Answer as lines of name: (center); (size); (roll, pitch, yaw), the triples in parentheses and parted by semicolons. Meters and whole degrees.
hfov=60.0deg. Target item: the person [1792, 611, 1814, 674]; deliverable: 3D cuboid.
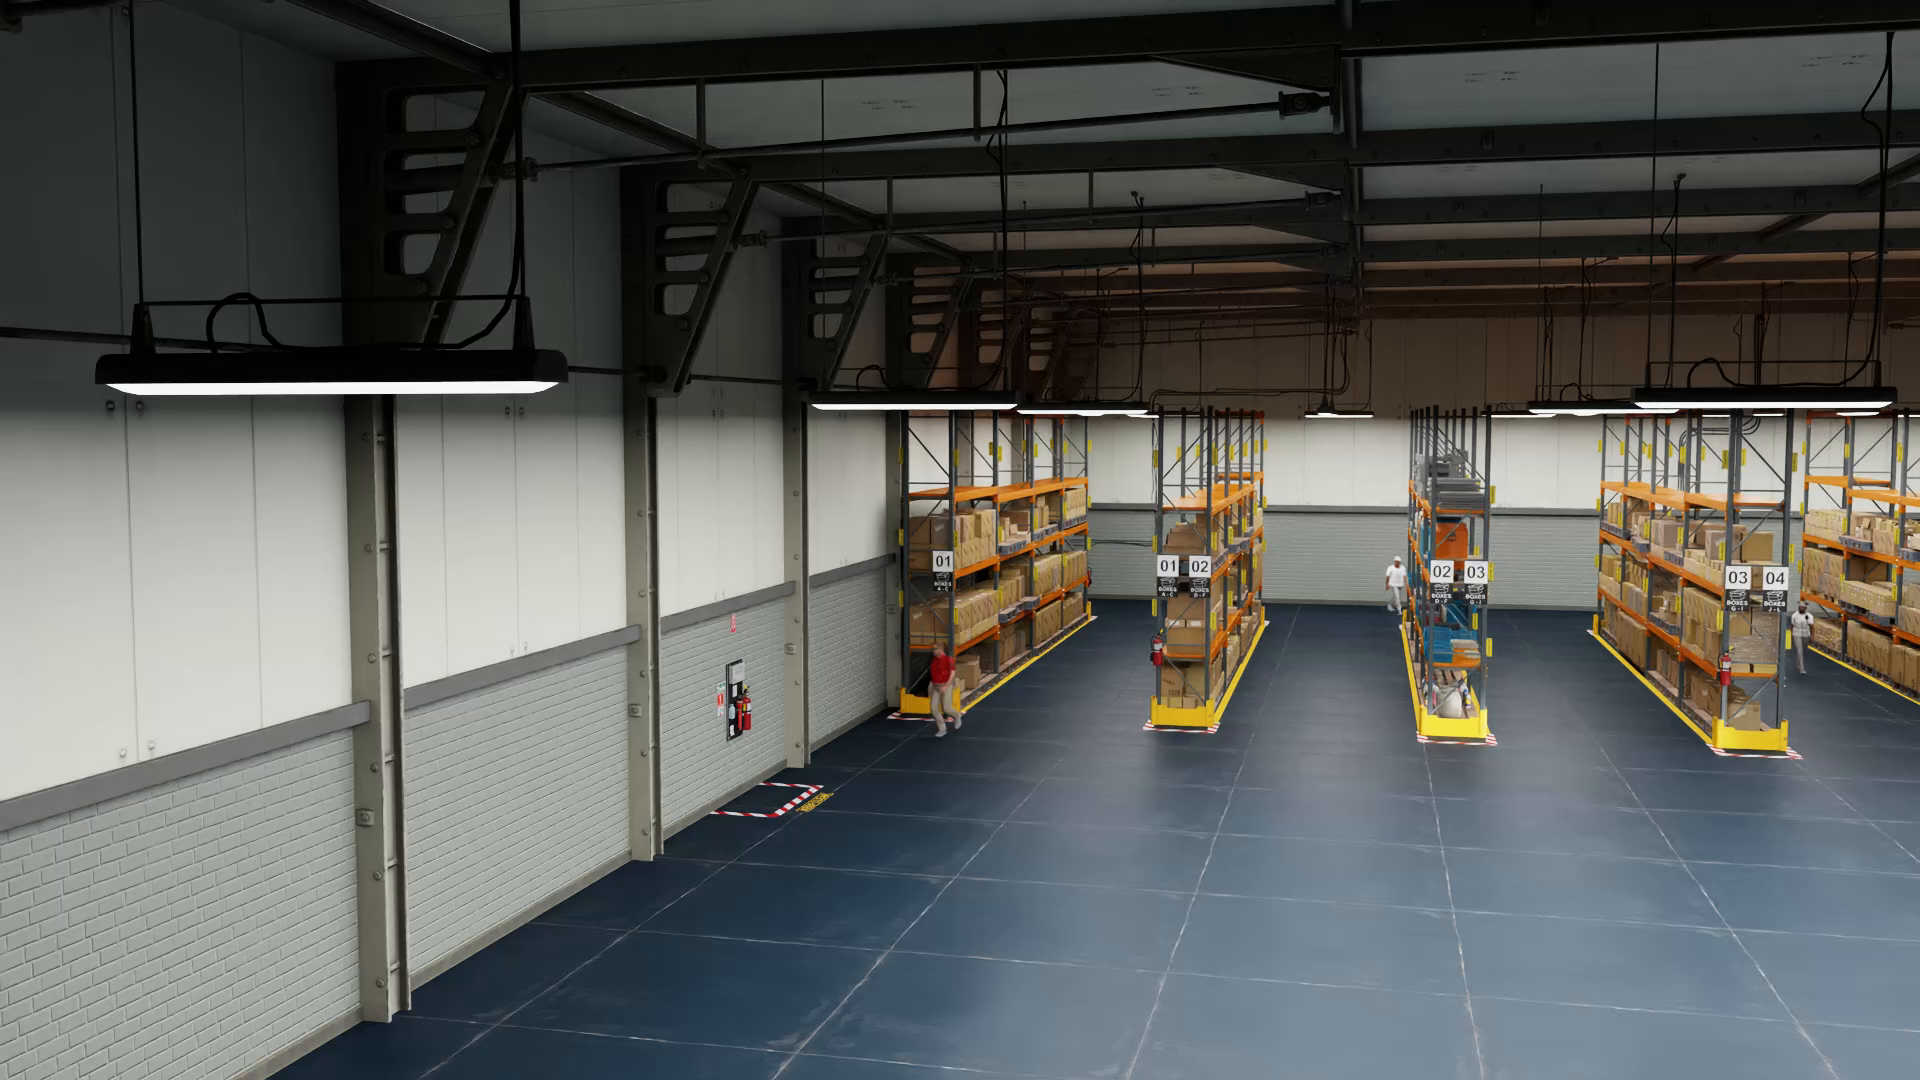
person: (19.150, 2.295, 37.806); (0.419, 1.393, 1.021); (1, 4, 11)

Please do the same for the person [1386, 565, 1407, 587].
person: (12.914, 1.054, 49.112); (0.549, 0.670, 0.378); (-1, 4, -20)

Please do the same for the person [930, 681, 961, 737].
person: (-0.256, 3.046, 30.332); (0.453, 1.025, 0.660); (4, 5, 40)
